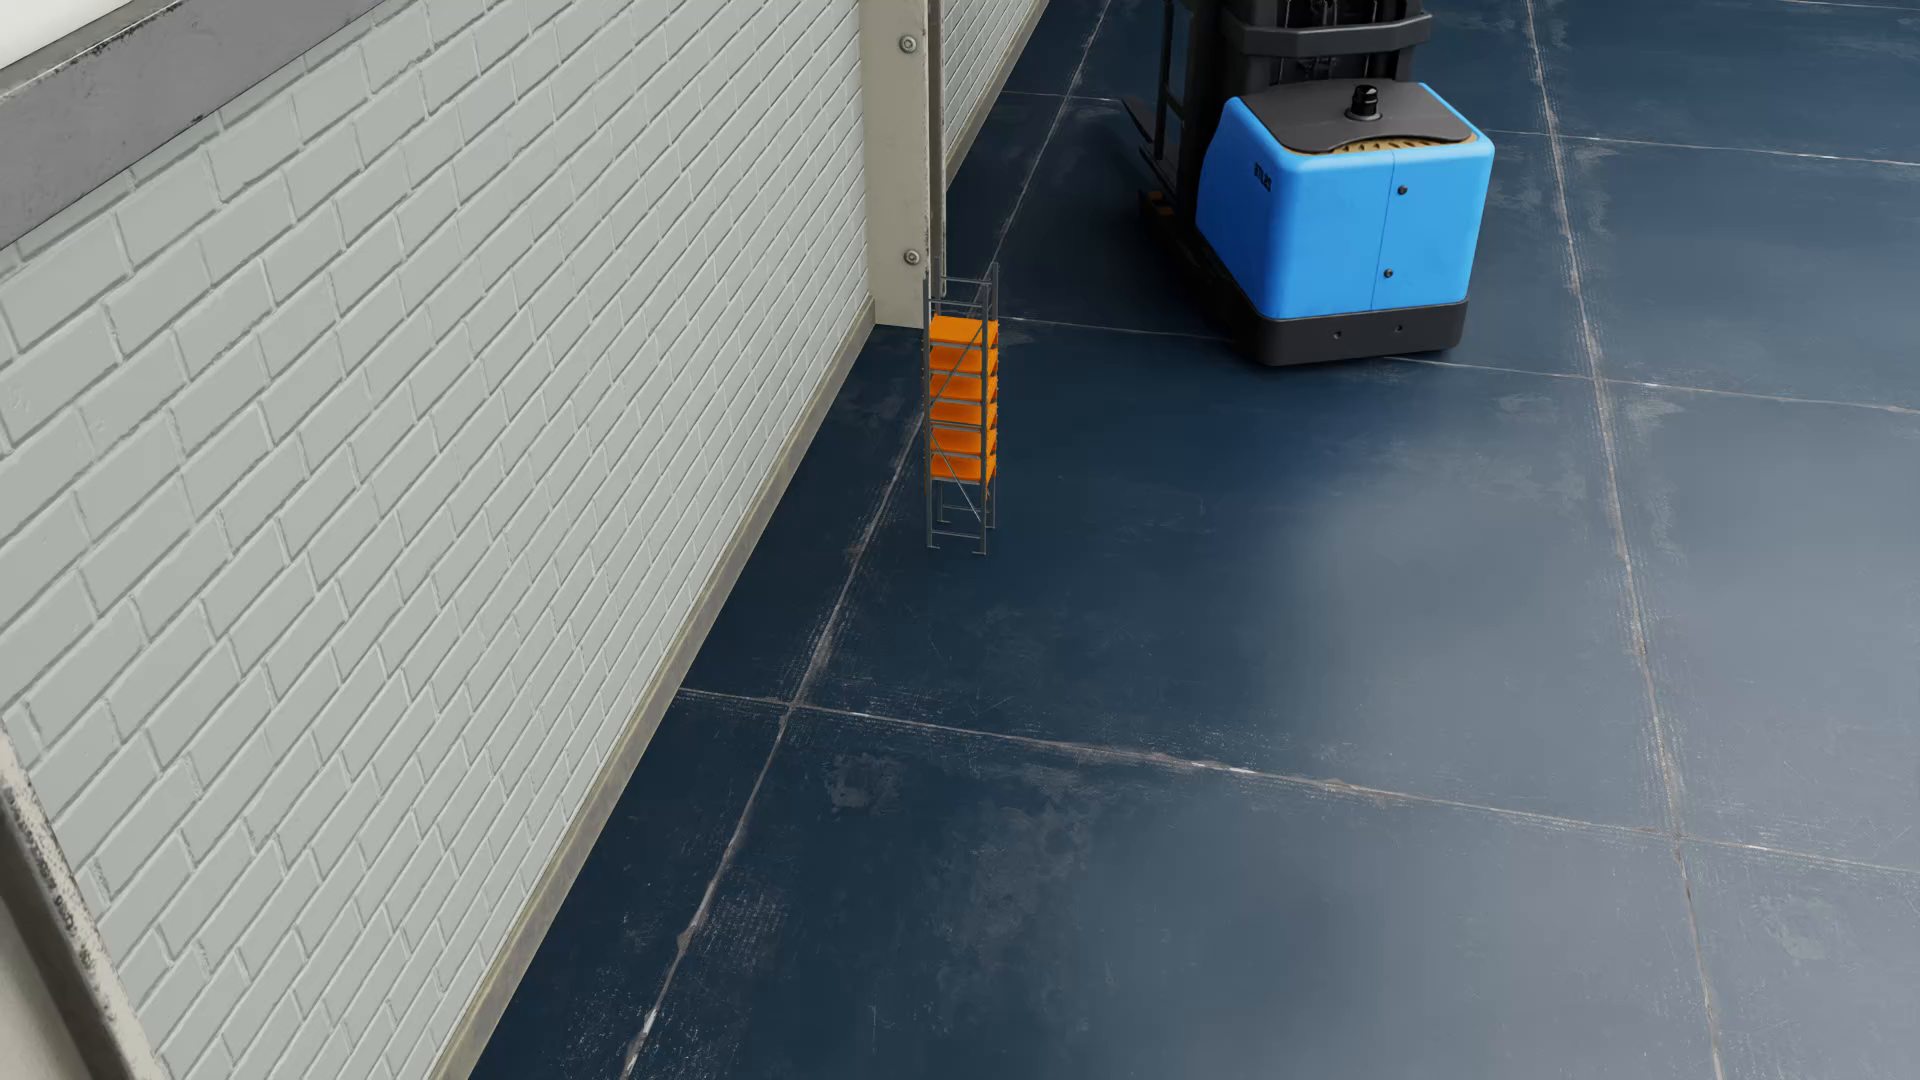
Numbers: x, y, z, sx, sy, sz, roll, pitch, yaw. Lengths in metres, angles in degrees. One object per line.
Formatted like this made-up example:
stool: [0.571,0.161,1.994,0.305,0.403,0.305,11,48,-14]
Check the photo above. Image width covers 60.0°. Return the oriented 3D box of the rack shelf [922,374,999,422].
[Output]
rack shelf: [0.003,-0.555,6.365,0.258,0.103,0.180,7,37,10]

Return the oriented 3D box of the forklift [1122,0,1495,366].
forklift: [1.606,-2.859,8.197,1.130,2.935,3.031,-7,36,-9]

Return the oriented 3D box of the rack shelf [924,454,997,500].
rack shelf: [0.003,-0.264,6.576,0.258,0.103,0.180,7,37,10]

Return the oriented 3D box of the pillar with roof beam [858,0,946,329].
pillar with roof beam: [3.944,-4.275,4.980,9.100,9.000,0.400,7,37,10]

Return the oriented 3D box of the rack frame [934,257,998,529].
rack frame: [0.023,-0.547,6.482,0.240,1.200,0.006,7,37,10]

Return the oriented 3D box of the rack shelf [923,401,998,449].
rack shelf: [0.003,-0.458,6.435,0.258,0.103,0.180,7,37,10]

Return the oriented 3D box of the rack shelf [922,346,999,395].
rack shelf: [0.003,-0.652,6.295,0.258,0.103,0.180,7,37,10]

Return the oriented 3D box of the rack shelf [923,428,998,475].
rack shelf: [0.003,-0.361,6.506,0.258,0.103,0.180,7,37,10]

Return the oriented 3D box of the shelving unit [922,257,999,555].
shelving unit: [0.003,-0.494,6.409,0.258,1.200,0.189,7,37,10]

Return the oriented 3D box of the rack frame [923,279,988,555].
rack frame: [-0.016,-0.442,6.337,0.240,1.200,0.006,7,37,10]

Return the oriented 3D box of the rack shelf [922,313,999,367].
rack shelf: [0.003,-0.750,6.224,0.258,0.103,0.180,7,37,10]
